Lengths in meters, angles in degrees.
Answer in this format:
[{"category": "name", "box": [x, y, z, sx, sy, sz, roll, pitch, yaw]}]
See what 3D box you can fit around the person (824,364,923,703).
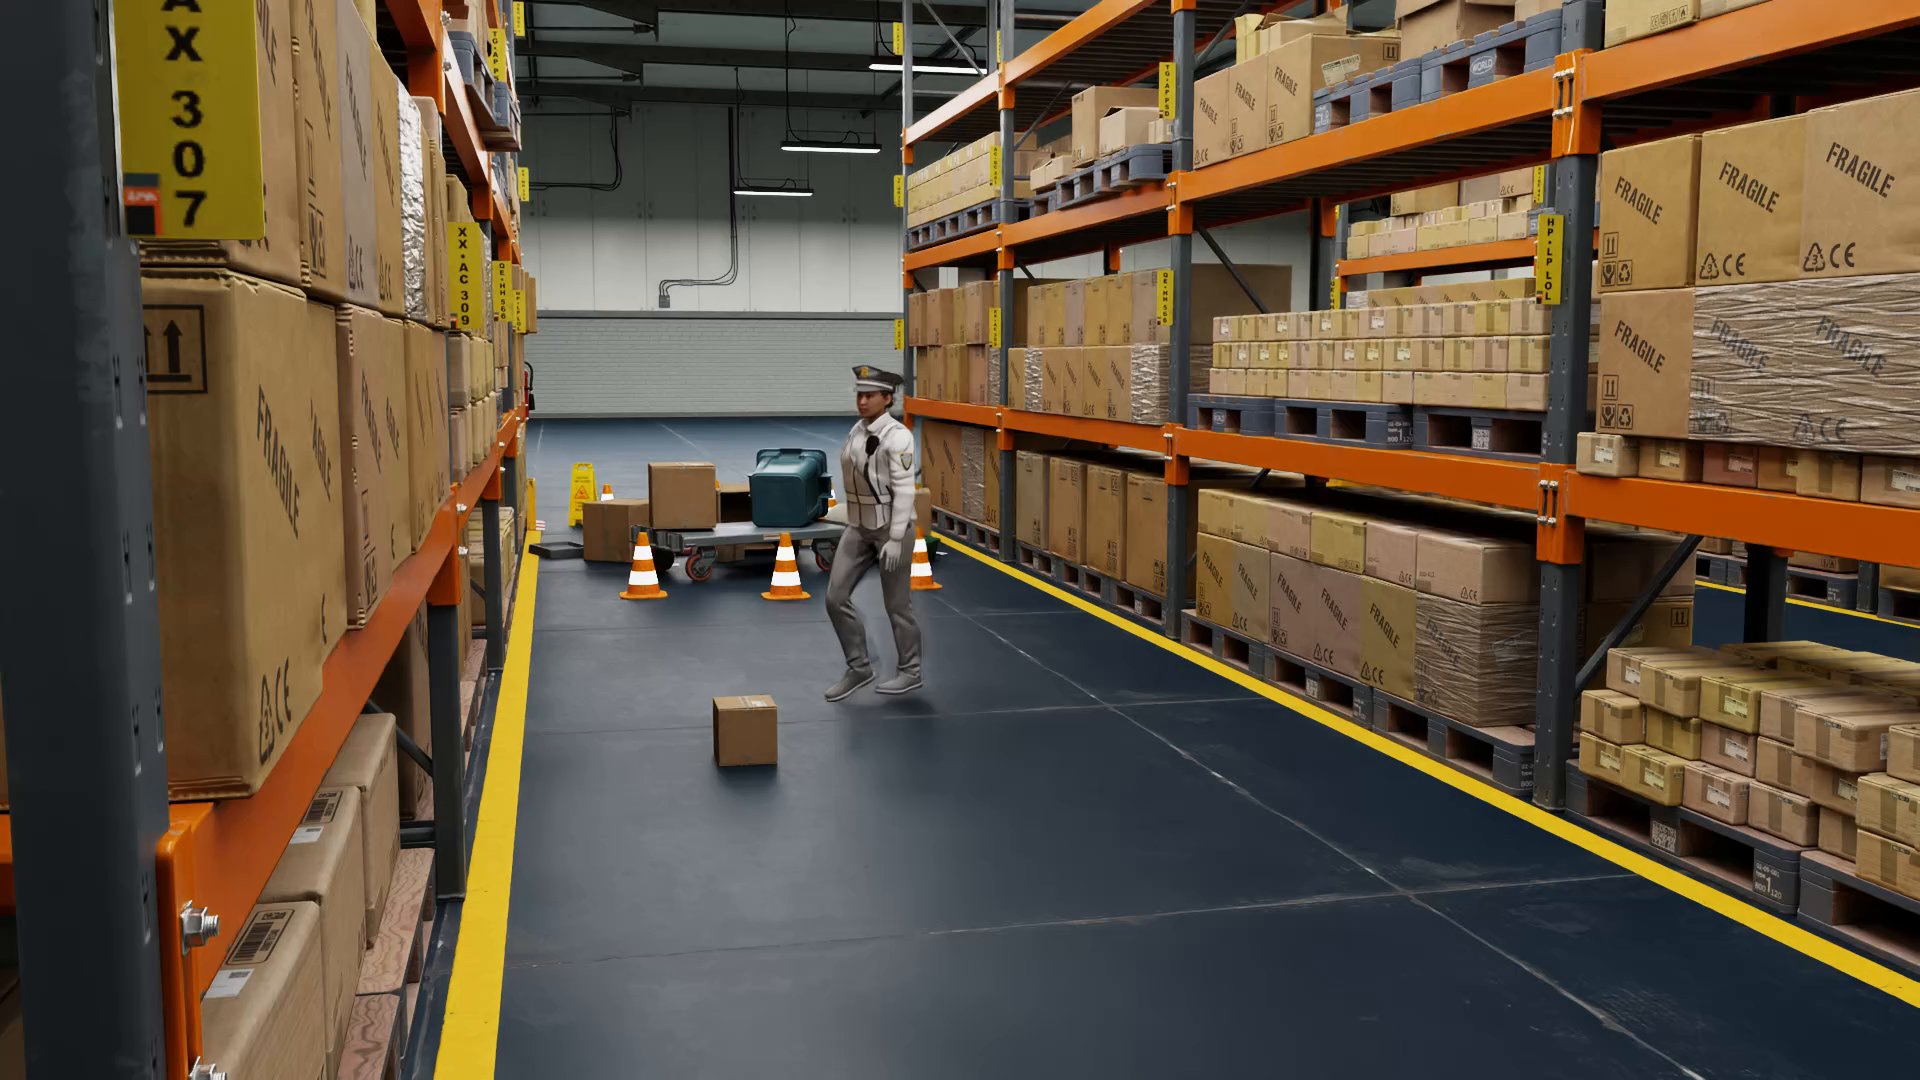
[{"category": "person", "box": [-0.378, -0.026, 8.278, 0.515, 1.690, 0.509, -6, 9, -44]}]
